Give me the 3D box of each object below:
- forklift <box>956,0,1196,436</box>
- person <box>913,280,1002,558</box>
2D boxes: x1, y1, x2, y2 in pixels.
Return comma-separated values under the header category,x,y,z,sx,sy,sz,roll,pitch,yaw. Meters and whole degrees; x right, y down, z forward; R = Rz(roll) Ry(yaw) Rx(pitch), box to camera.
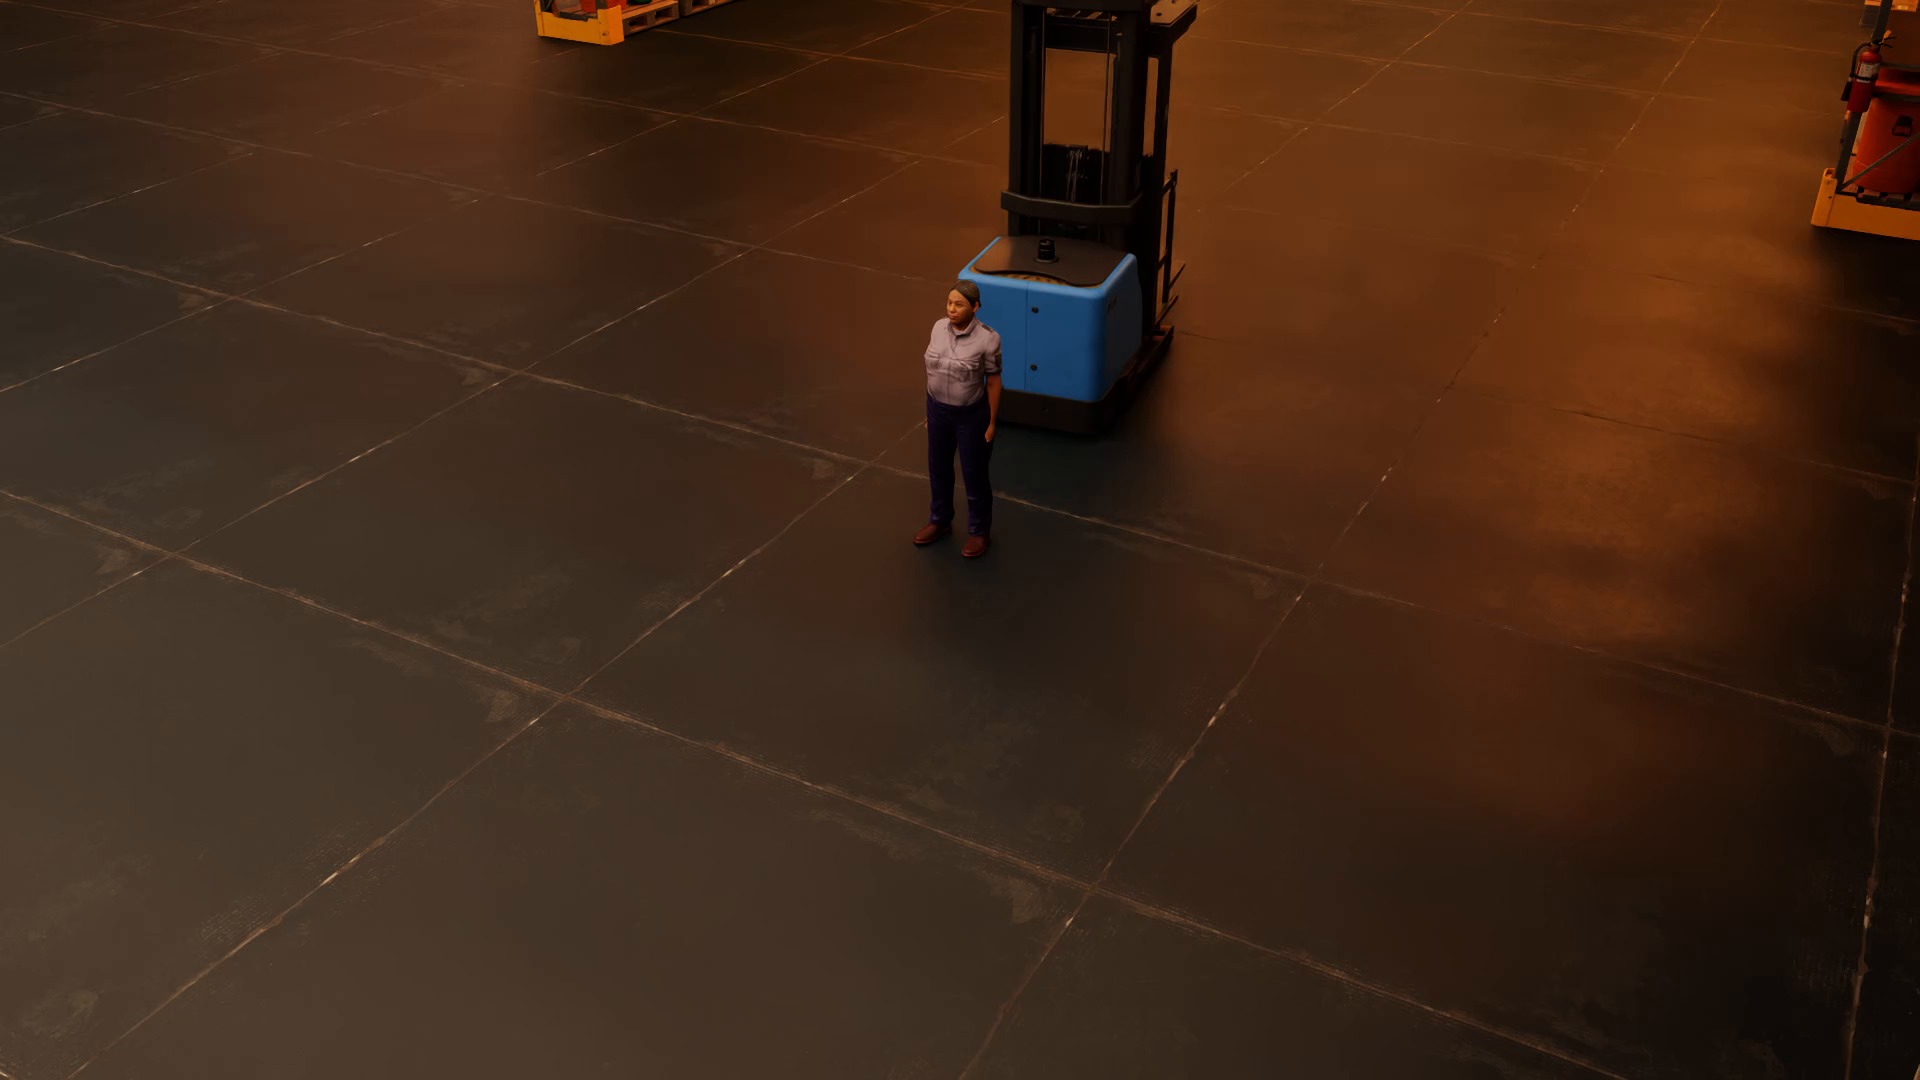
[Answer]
category,x,y,z,sx,sy,sz,roll,pitch,yaw
forklift,0.961,-2.680,11.714,1.130,2.935,3.031,11,32,18
person,-0.007,-0.708,9.593,0.483,1.646,0.365,15,33,25
